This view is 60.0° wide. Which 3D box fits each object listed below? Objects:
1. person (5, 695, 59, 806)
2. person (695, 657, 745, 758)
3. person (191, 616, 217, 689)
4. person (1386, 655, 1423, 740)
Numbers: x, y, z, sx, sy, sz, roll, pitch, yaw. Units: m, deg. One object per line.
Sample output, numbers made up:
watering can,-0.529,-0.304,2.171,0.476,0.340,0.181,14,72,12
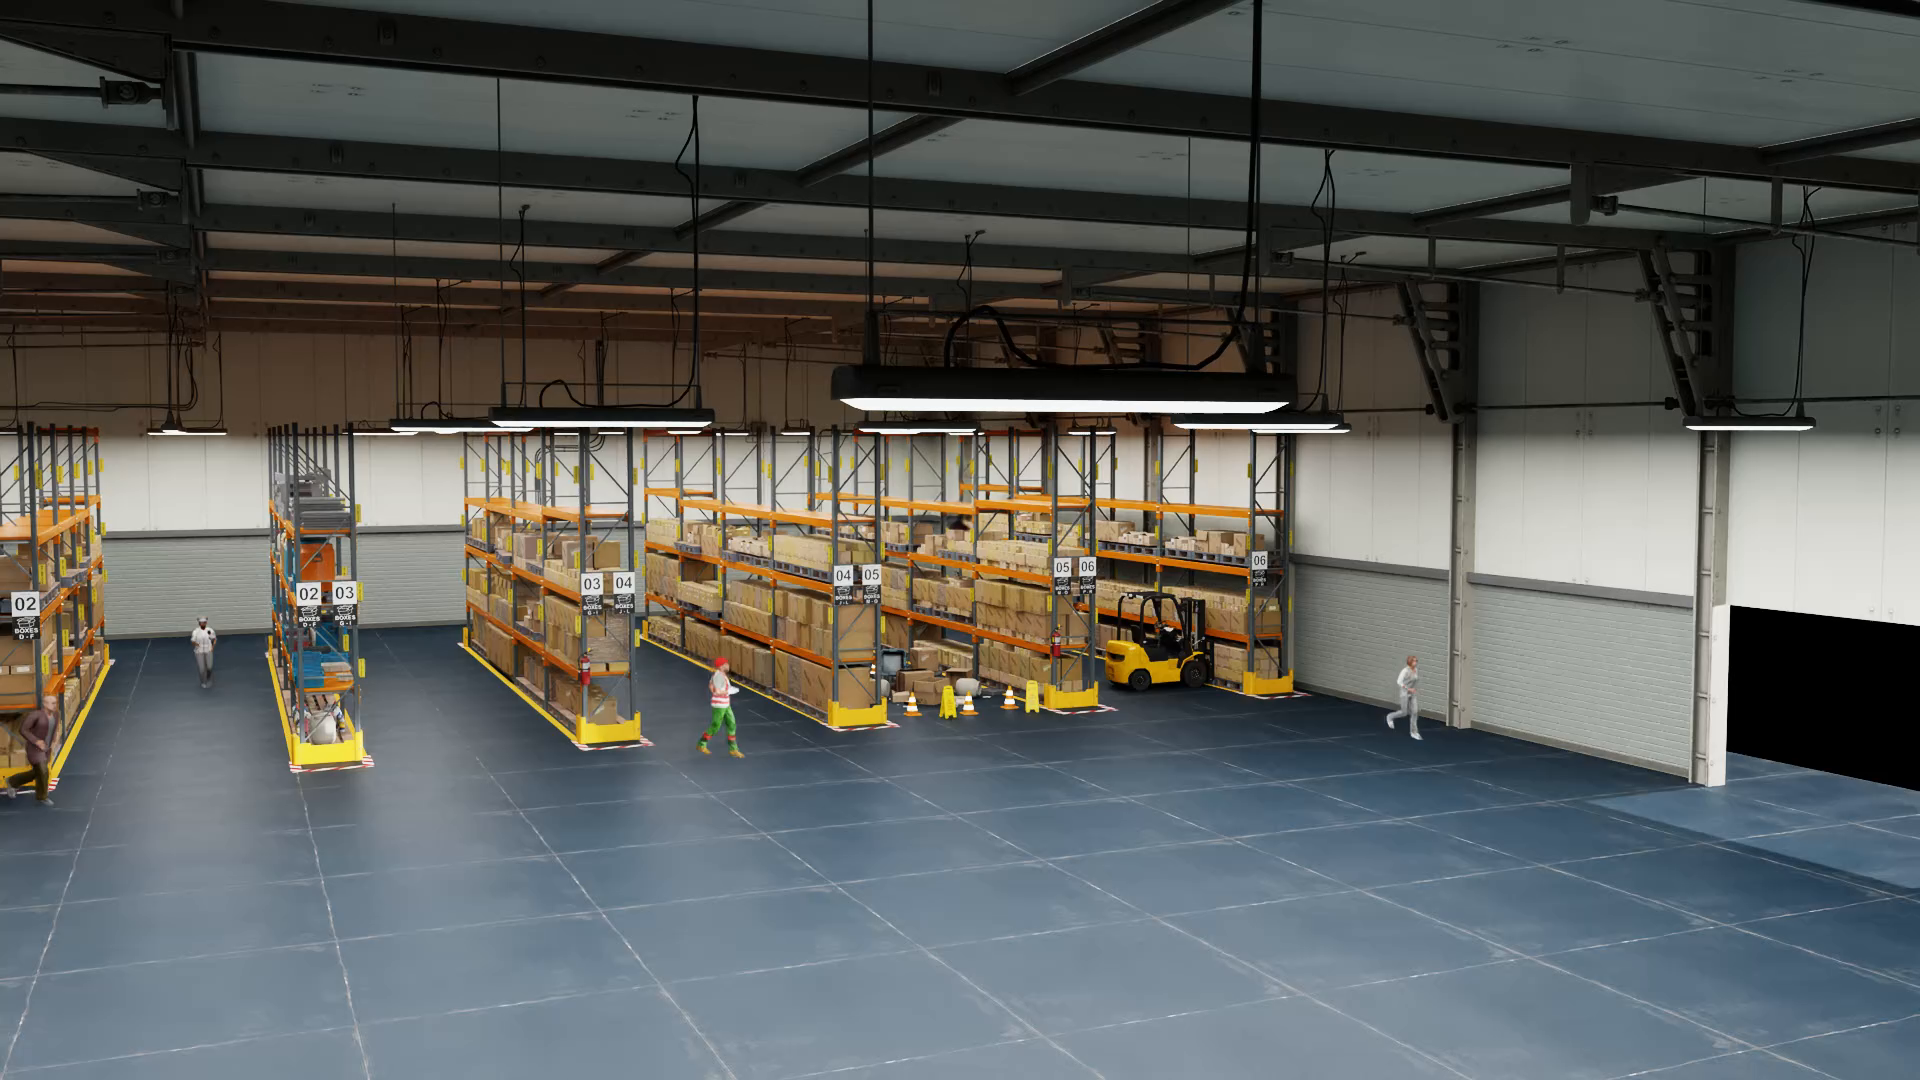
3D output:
person,-14.538,3.294,26.086,0.915,1.742,0.723,1,4,13
person,-4.308,3.005,29.747,0.896,1.822,0.627,0,3,5
person,-17.207,2.570,37.881,0.561,1.677,0.592,-2,4,-27
person,8.557,2.992,31.876,0.566,1.588,0.868,-3,4,-38
